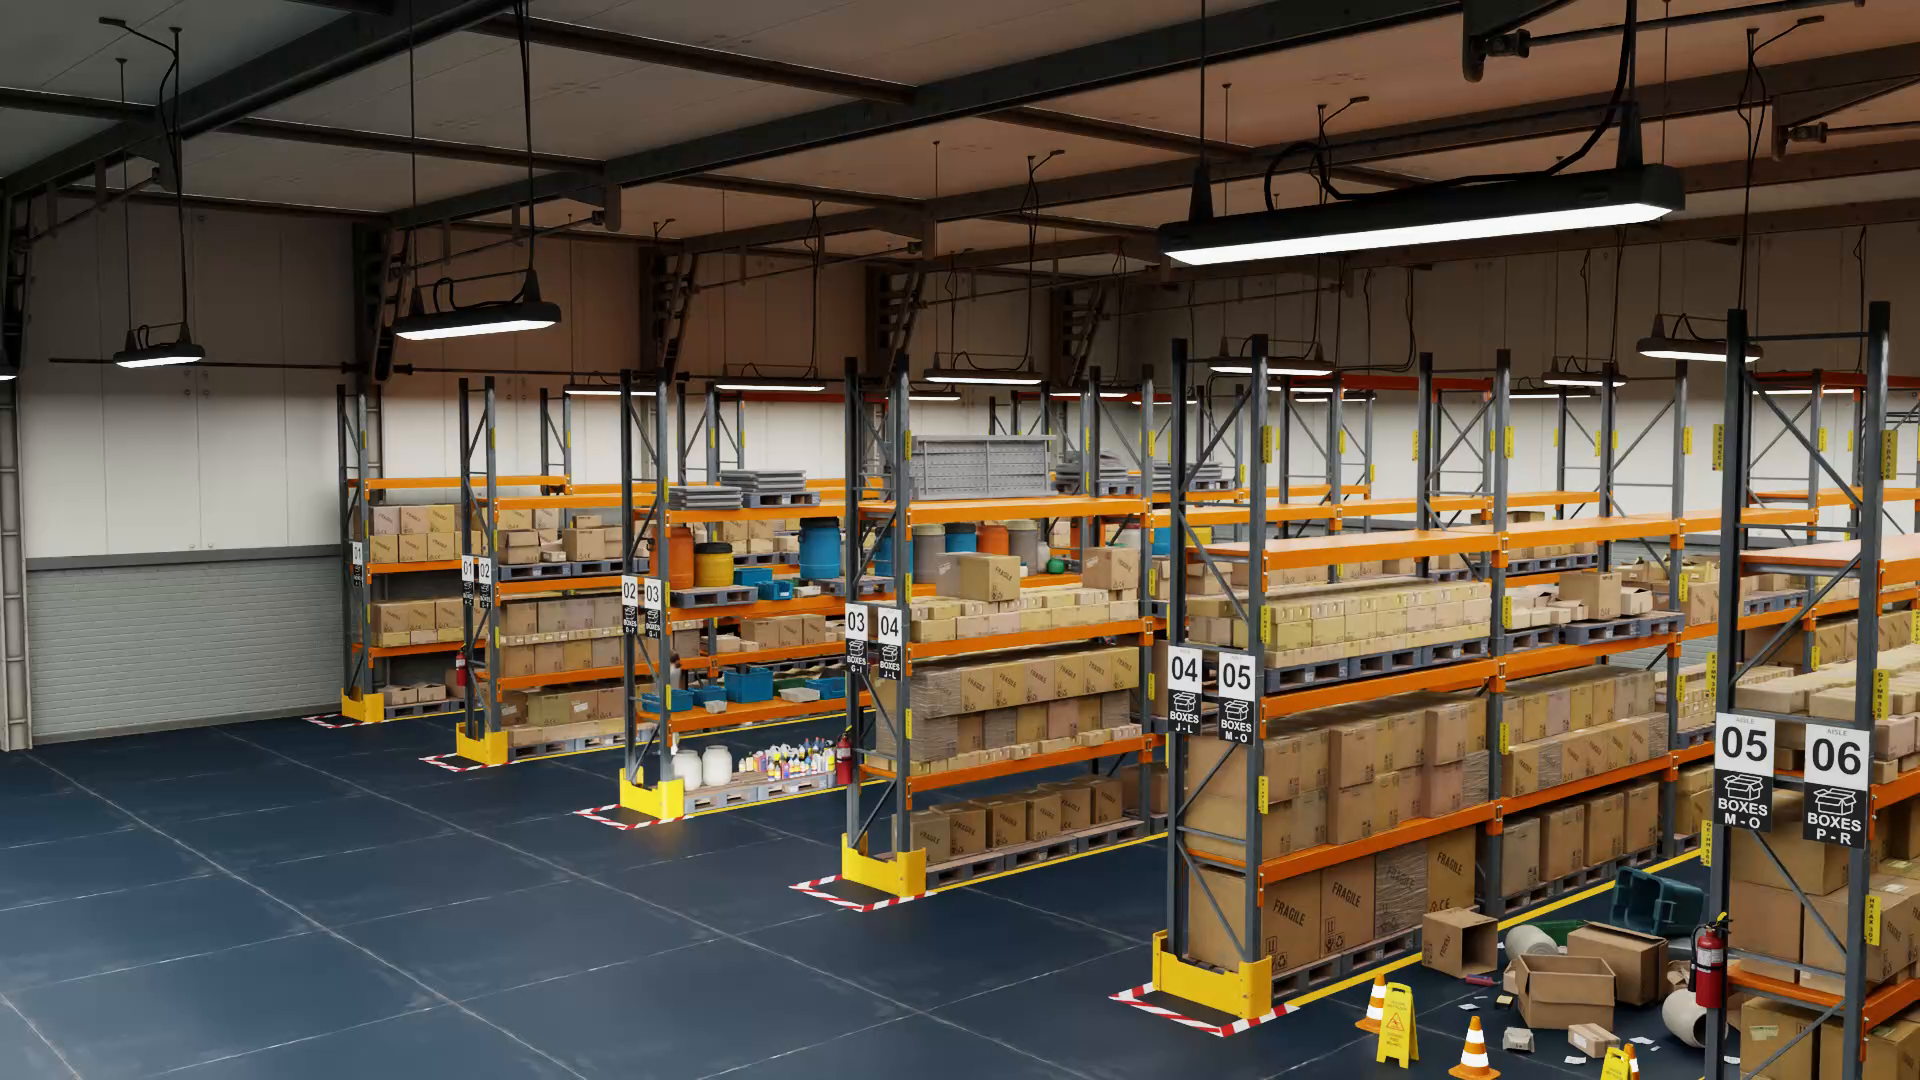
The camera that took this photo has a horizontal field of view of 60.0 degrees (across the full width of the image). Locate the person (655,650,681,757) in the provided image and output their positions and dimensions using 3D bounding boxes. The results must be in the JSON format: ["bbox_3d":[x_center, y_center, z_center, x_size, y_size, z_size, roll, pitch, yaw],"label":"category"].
[{"bbox_3d":[-4.618,2.591,26.447,0.386,1.685,0.477,1,4,17],"label":"person"}]
